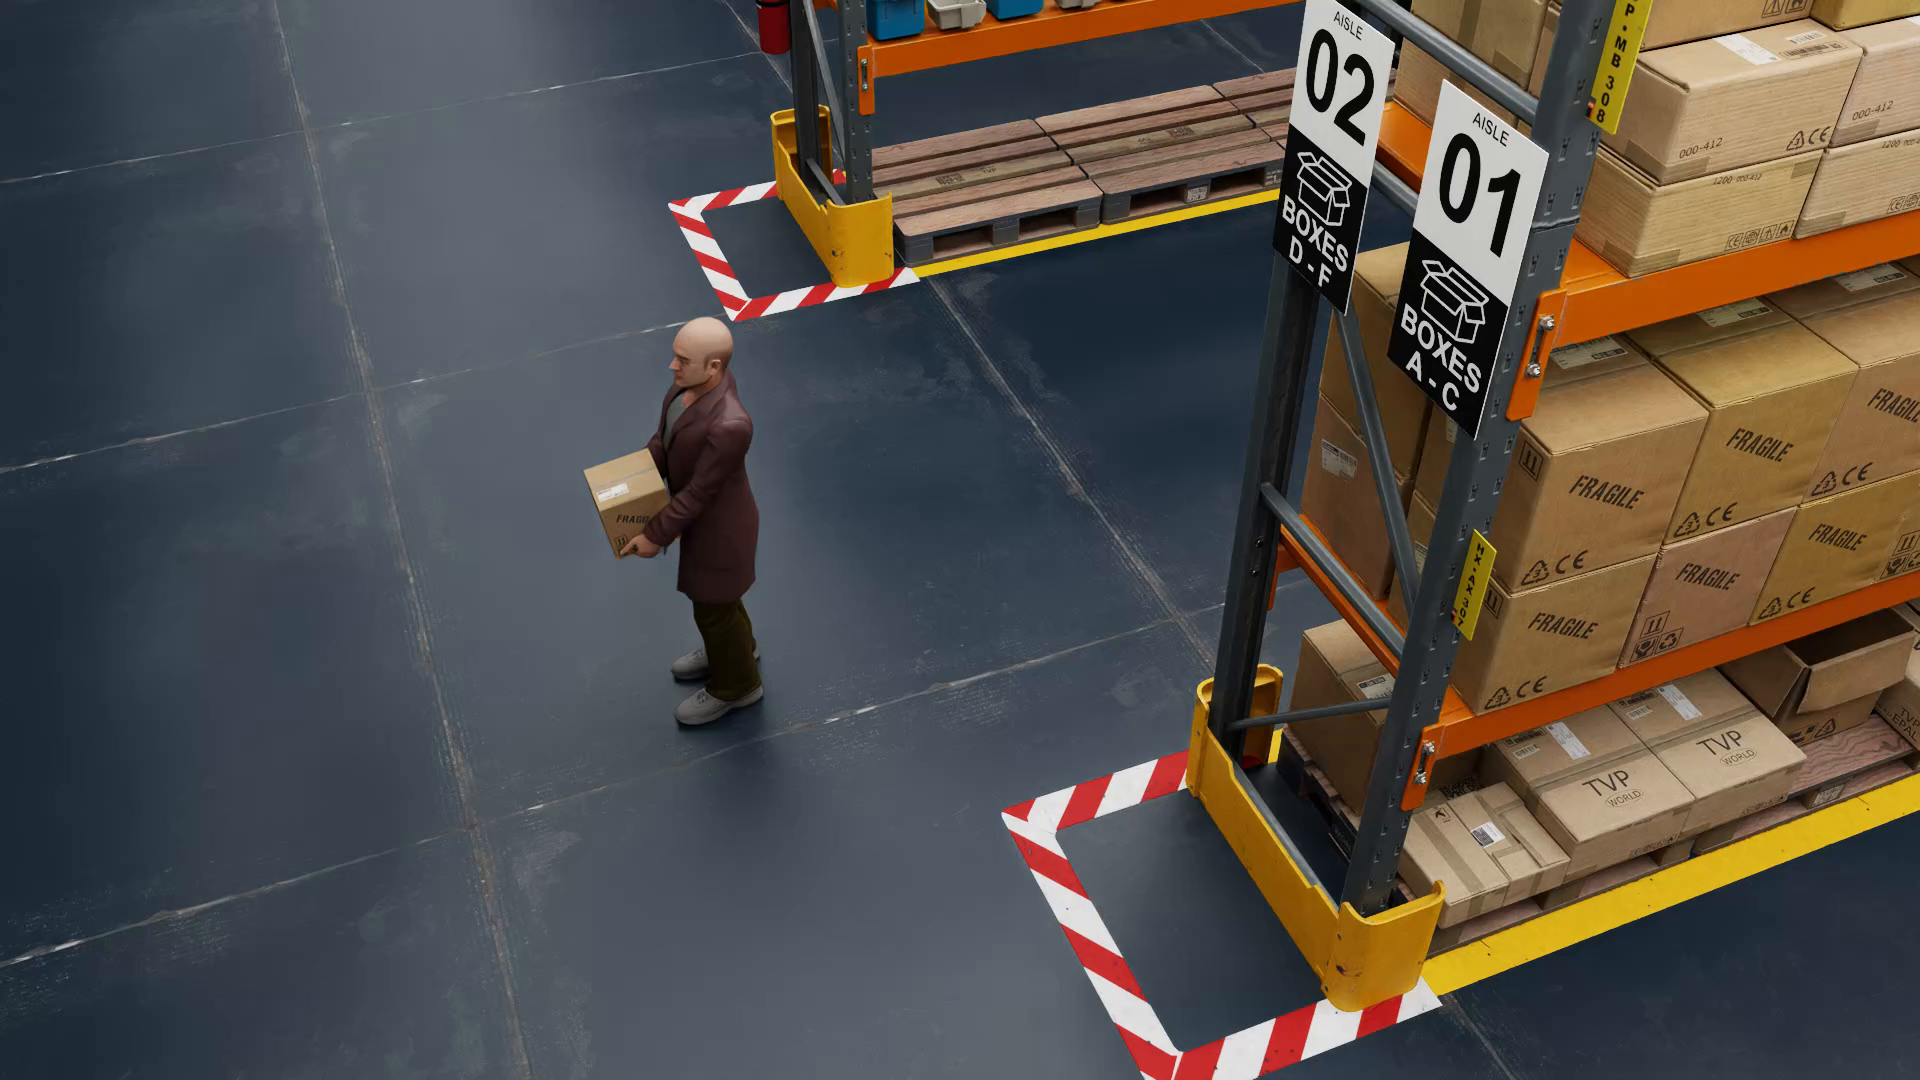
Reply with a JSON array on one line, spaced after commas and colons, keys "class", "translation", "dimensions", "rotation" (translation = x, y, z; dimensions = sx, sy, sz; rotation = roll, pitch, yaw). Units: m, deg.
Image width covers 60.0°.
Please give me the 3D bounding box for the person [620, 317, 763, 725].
[{"class": "person", "translation": [-1.026, -0.045, 6.224], "dimensions": [0.543, 1.778, 0.526], "rotation": [-15, 43, -17]}]
